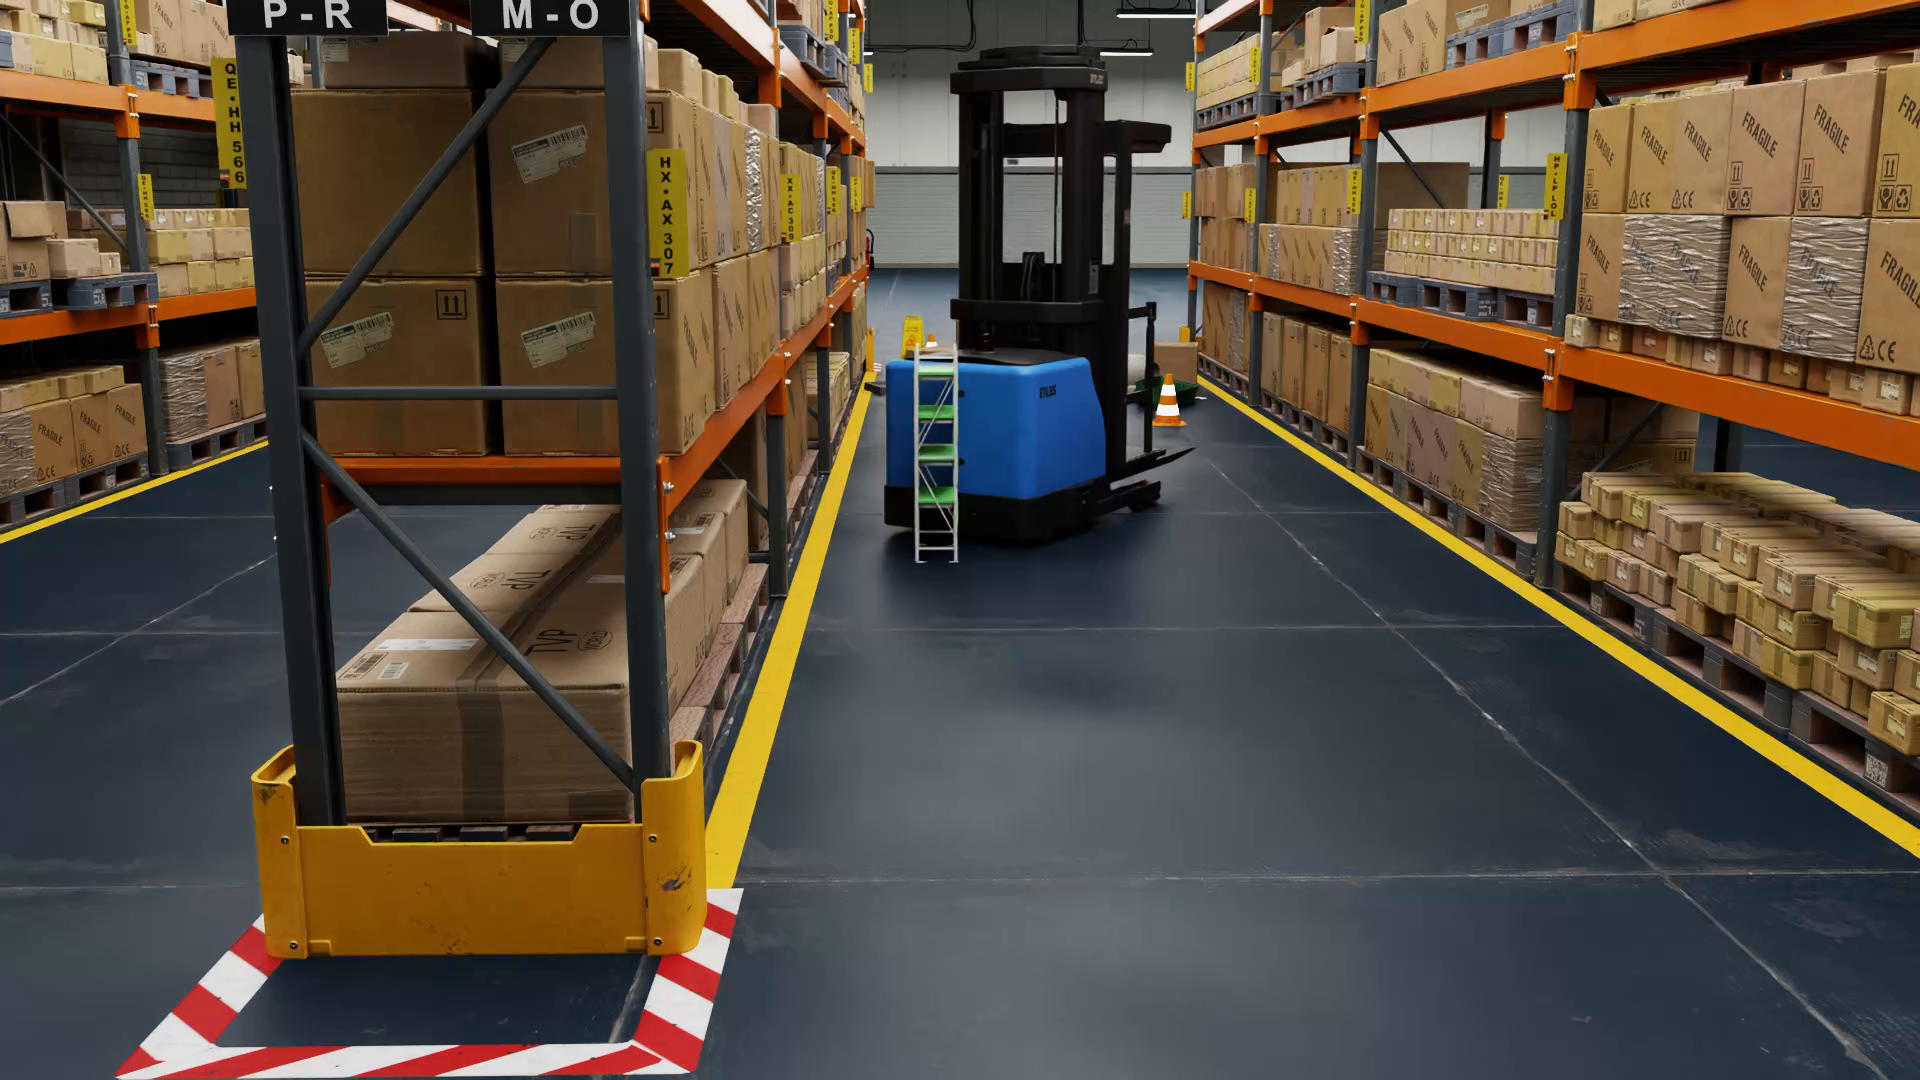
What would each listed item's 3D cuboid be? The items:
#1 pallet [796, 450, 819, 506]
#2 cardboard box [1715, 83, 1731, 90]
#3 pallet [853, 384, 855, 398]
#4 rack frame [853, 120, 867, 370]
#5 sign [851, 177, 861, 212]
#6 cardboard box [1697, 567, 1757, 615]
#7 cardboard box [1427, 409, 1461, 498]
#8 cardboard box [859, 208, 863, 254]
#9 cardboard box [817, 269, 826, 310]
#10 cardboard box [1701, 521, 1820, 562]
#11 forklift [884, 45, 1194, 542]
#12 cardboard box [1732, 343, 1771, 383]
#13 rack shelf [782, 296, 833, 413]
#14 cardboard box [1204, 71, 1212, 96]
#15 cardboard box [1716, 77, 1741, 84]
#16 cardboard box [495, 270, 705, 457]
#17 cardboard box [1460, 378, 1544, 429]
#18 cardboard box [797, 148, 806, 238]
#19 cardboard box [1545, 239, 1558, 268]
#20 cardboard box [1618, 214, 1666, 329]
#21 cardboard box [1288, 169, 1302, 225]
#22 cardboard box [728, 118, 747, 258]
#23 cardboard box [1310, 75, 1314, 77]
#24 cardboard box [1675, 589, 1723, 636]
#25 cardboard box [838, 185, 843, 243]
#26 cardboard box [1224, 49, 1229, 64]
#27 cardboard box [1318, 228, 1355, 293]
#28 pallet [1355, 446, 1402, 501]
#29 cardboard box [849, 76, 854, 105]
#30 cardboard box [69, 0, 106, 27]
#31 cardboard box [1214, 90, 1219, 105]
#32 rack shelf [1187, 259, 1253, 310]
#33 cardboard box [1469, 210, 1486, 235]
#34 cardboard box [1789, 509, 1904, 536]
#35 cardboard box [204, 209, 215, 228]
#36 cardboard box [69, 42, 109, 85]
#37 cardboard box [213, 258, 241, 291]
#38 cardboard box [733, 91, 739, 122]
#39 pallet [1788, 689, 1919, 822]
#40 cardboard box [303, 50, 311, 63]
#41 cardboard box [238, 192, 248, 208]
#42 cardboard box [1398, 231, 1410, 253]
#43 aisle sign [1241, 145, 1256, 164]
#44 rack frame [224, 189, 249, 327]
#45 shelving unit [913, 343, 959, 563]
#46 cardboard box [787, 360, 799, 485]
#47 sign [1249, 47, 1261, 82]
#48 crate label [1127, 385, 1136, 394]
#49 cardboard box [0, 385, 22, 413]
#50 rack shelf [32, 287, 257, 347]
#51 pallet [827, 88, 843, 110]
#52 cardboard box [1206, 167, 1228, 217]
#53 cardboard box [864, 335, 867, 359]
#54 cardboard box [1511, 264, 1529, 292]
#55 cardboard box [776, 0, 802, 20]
[{"bbox_3d":[-1.535,-0.447,11.732,1.003,0.211,1.213,0,11,-1],"label":"pallet"},{"bbox_3d":[8.017,-4.620,17.116,0.380,0.149,0.250,-1,11,-3],"label":"cardboard box"},{"bbox_3d":[-1.607,-1.533,17.082,1.003,0.211,1.213,0,11,-1],"label":"pallet"},{"bbox_3d":[-1.641,-3.561,20.067,1.000,3.000,0.127,0,11,-1],"label":"rack frame"},{"bbox_3d":[-1.003,-3.336,16.047,0.100,0.325,0.005,0,11,-1],"label":"sign"},{"bbox_3d":[3.284,0.209,6.850,0.380,0.149,0.250,0,11,-1],"label":"cardboard box"},{"bbox_3d":[3.270,-0.547,10.441,0.500,0.500,0.500,0,11,-2],"label":"cardboard box"},{"bbox_3d":[-1.342,-3.450,18.520,0.500,0.500,0.500,0,11,-1],"label":"cardboard box"},{"bbox_3d":[-1.179,-1.696,11.253,0.500,0.250,0.500,0,11,0],"label":"cardboard box"},{"bbox_3d":[3.395,0.015,7.060,0.380,0.149,0.250,-1,11,-4],"label":"cardboard box"},{"bbox_3d":[0.698,-1.674,10.940,1.130,2.935,3.031,6,13,29],"label":"forklift"},{"bbox_3d":[3.361,-0.721,6.698,0.380,0.149,0.250,0,11,1],"label":"cardboard box"},{"bbox_3d":[-1.434,-1.221,10.340,1.077,0.370,4.000,0,11,-1],"label":"rack shelf"},{"bbox_3d":[3.071,-5.201,18.926,0.500,0.250,0.500,0,11,-2],"label":"cardboard box"},{"bbox_3d":[8.552,-5.204,18.367,0.500,0.500,0.500,0,11,-1],"label":"cardboard box"},{"bbox_3d":[-1.033,-0.526,4.856,0.500,0.500,0.500,0,11,-2],"label":"cardboard box"},{"bbox_3d":[3.289,-0.813,9.869,0.500,0.250,0.500,0,11,2],"label":"cardboard box"},{"bbox_3d":[-1.161,-2.004,9.626,0.500,0.500,0.500,-1,11,-3],"label":"cardboard box"},{"bbox_3d":[3.348,-1.523,8.848,0.380,0.149,0.250,0,11,1],"label":"cardboard box"},{"bbox_3d":[3.330,-1.213,7.494,0.500,0.500,0.500,0,11,-1],"label":"cardboard box"},{"bbox_3d":[3.418,-3.144,15.247,0.700,0.500,0.500,0,11,-2],"label":"cardboard box"},{"bbox_3d":[-1.083,-1.320,6.256,0.500,0.500,0.500,0,11,-1],"label":"cardboard box"},{"bbox_3d":[3.216,-4.092,14.173,0.396,0.266,0.258,0,11,-1],"label":"cardboard box"},{"bbox_3d":[3.308,0.307,7.116,0.380,0.149,0.250,-1,11,-3],"label":"cardboard box"},{"bbox_3d":[-1.303,-2.874,14.627,0.500,0.500,0.500,0,11,1],"label":"cardboard box"},{"bbox_3d":[3.031,-5.172,17.783,0.380,0.149,0.250,0,11,0],"label":"cardboard box"},{"bbox_3d":[3.185,-2.248,13.342,0.500,0.500,0.500,0,11,-1],"label":"cardboard box"},{"bbox_3d":[3.486,-0.489,11.939,1.003,0.211,1.213,0,11,-1],"label":"pallet"},{"bbox_3d":[-1.293,-4.397,16.272,0.500,0.250,0.500,0,11,-2],"label":"cardboard box"},{"bbox_3d":[-6.135,-3.620,11.441,0.380,0.149,0.250,0,11,1],"label":"cardboard box"},{"bbox_3d":[3.019,-4.883,18.362,0.380,0.149,0.250,0,11,-2],"label":"cardboard box"},{"bbox_3d":[3.347,-2.851,18.378,1.077,0.370,4.000,0,11,-1],"label":"rack shelf"},{"bbox_3d":[3.324,-1.928,10.099,0.380,0.149,0.250,-1,11,-4],"label":"cardboard box"},{"bbox_3d":[3.904,-0.041,7.335,0.380,0.149,0.250,-1,11,-4],"label":"cardboard box"},{"bbox_3d":[-6.241,-2.587,13.382,0.380,0.149,0.250,0,11,-1],"label":"cardboard box"},{"bbox_3d":[-6.185,-3.245,11.343,0.500,0.250,0.500,-1,11,-3],"label":"cardboard box"},{"bbox_3d":[-6.226,-2.168,13.576,0.500,0.250,0.500,-1,11,-3],"label":"cardboard box"},{"bbox_3d":[-1.112,-1.770,6.843,0.380,0.149,0.250,0,11,-2],"label":"cardboard box"},{"bbox_3d":[3.654,0.769,5.738,1.003,0.211,1.213,0,11,-1],"label":"pallet"},{"bbox_3d":[-6.455,-4.908,17.594,0.797,0.503,0.637,0,11,1],"label":"cardboard box"},{"bbox_3d":[-6.829,-3.320,16.246,0.380,0.149,0.250,0,11,-1],"label":"cardboard box"},{"bbox_3d":[3.288,-2.089,11.638,0.380,0.149,0.250,0,11,2],"label":"cardboard box"},{"bbox_3d":[3.605,-4.891,20.083,0.394,0.787,0.004,0,11,-1],"label":"aisle sign"},{"bbox_3d":[-6.521,-2.745,16.044,1.000,3.000,0.127,0,11,-1],"label":"rack frame"},{"bbox_3d":[-0.136,-0.507,9.542,0.258,1.200,0.503,0,11,-1],"label":"shelving unit"},{"bbox_3d":[-1.530,-0.820,10.845,0.875,0.875,0.875,0,11,0],"label":"cardboard box"},{"bbox_3d":[2.834,-4.566,15.977,0.100,0.325,0.005,0,11,-1],"label":"sign"},{"bbox_3d":[1.773,-1.530,17.254,0.298,0.136,0.250,-10,15,-40],"label":"crate label"},{"bbox_3d":[-6.175,-0.887,10.488,0.380,0.149,0.250,-1,11,-4],"label":"cardboard box"},{"bbox_3d":[-6.479,-1.995,14.155,1.077,0.370,4.000,0,11,-1],"label":"rack shelf"},{"bbox_3d":[-1.627,-3.815,14.245,1.213,0.211,1.003,0,11,-1],"label":"pallet"},{"bbox_3d":[3.254,-3.909,18.691,0.875,0.550,0.550,0,11,-1],"label":"cardboard box"},{"bbox_3d":[-1.355,-2.255,19.489,0.500,0.250,0.500,0,11,-1],"label":"cardboard box"},{"bbox_3d":[3.339,-1.478,9.376,0.380,0.149,0.250,0,11,-1],"label":"cardboard box"},{"bbox_3d":[-1.069,-2.990,9.239,0.380,0.166,0.250,-1,12,-5],"label":"cardboard box"}]
